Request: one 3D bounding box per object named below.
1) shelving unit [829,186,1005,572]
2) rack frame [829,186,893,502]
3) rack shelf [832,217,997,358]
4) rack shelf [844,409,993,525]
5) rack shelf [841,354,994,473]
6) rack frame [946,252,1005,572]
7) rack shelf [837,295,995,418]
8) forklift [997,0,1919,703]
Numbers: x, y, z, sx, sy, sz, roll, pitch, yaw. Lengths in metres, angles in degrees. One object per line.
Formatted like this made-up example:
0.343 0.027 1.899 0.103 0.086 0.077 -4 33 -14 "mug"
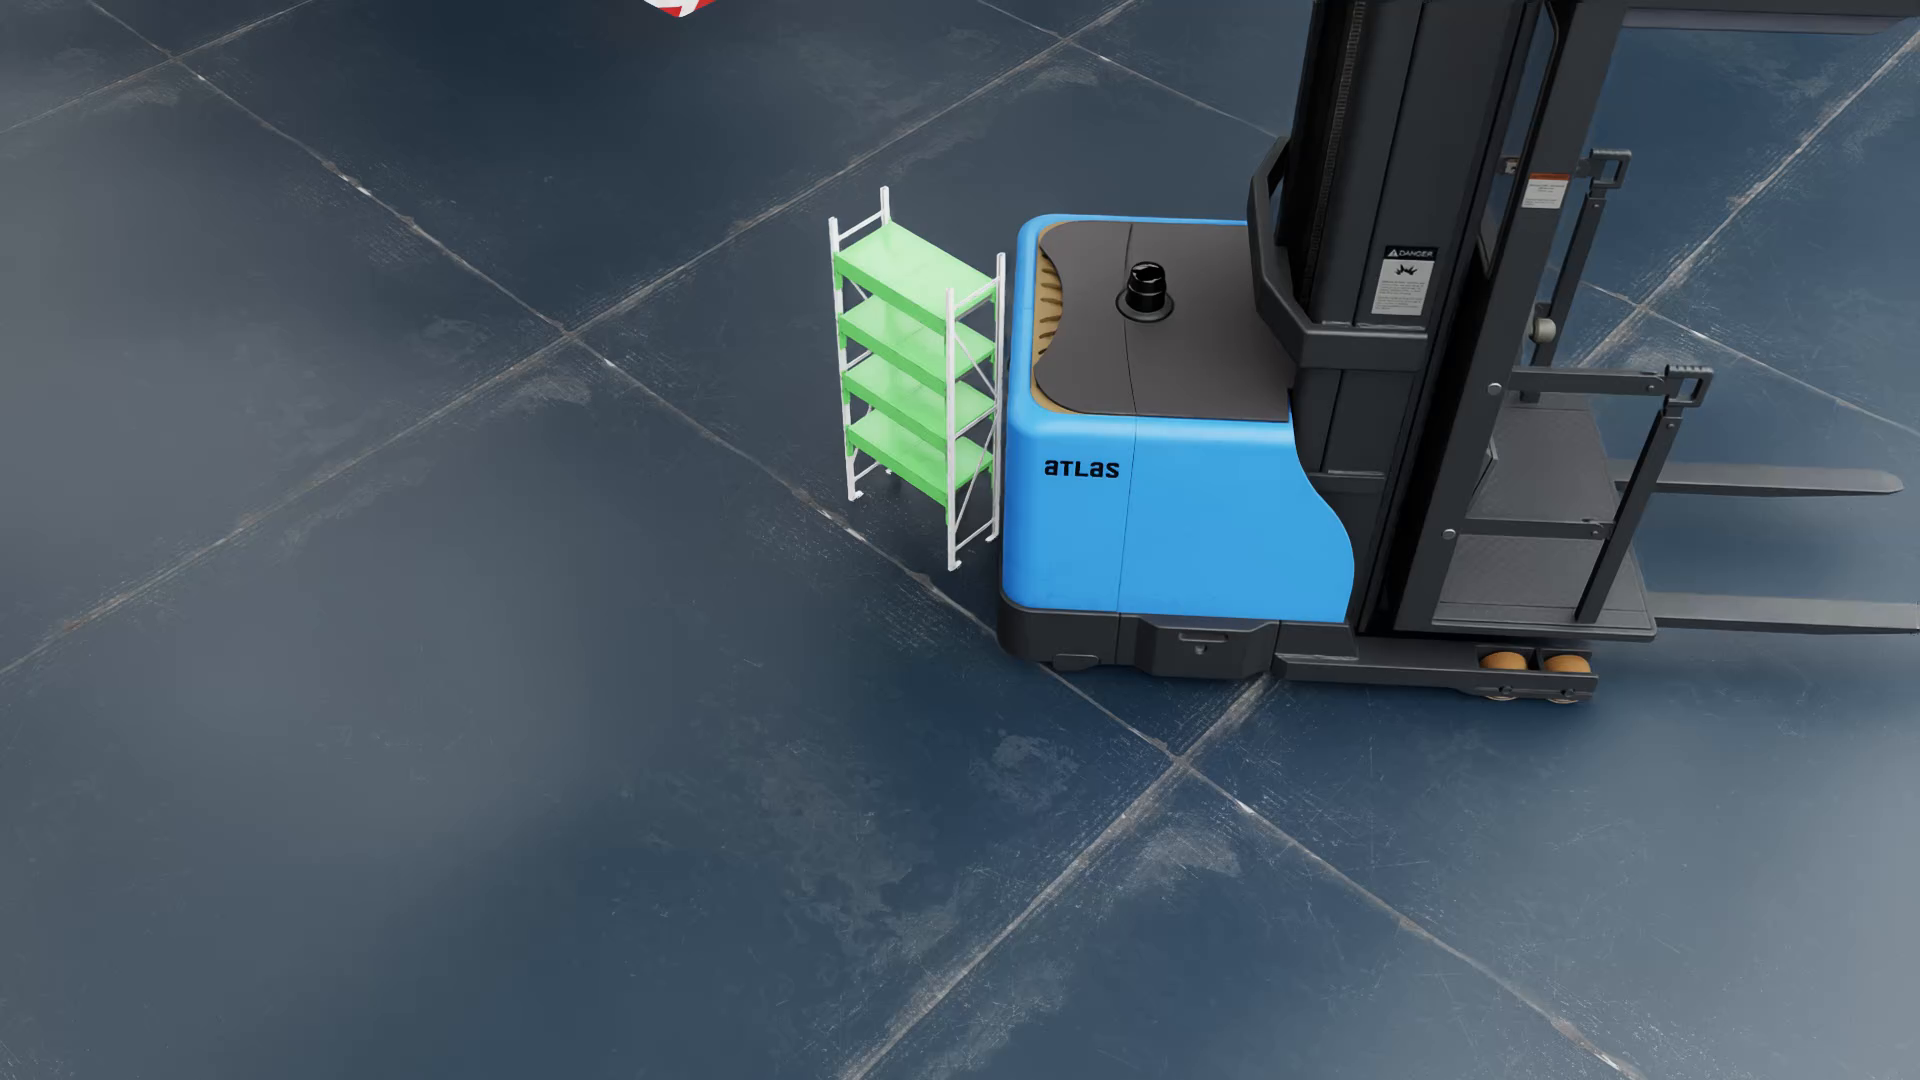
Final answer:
-0.130 -0.492 5.389 0.503 1.200 0.258 35 56 28 "shelving unit"
-0.307 -0.615 5.504 0.015 1.200 0.240 35 56 28 "rack frame"
-0.131 -0.778 5.086 0.480 0.148 0.258 35 56 28 "rack shelf"
-0.130 -0.284 5.610 0.480 0.148 0.258 35 56 28 "rack shelf"
-0.130 -0.449 5.435 0.480 0.148 0.258 35 56 28 "rack shelf"
0.047 -0.370 5.273 0.015 1.200 0.240 35 56 28 "rack frame"
-0.131 -0.613 5.260 0.480 0.148 0.258 35 56 28 "rack shelf"
1.657 -0.889 4.574 3.031 2.935 1.130 3 47 2 "forklift"
